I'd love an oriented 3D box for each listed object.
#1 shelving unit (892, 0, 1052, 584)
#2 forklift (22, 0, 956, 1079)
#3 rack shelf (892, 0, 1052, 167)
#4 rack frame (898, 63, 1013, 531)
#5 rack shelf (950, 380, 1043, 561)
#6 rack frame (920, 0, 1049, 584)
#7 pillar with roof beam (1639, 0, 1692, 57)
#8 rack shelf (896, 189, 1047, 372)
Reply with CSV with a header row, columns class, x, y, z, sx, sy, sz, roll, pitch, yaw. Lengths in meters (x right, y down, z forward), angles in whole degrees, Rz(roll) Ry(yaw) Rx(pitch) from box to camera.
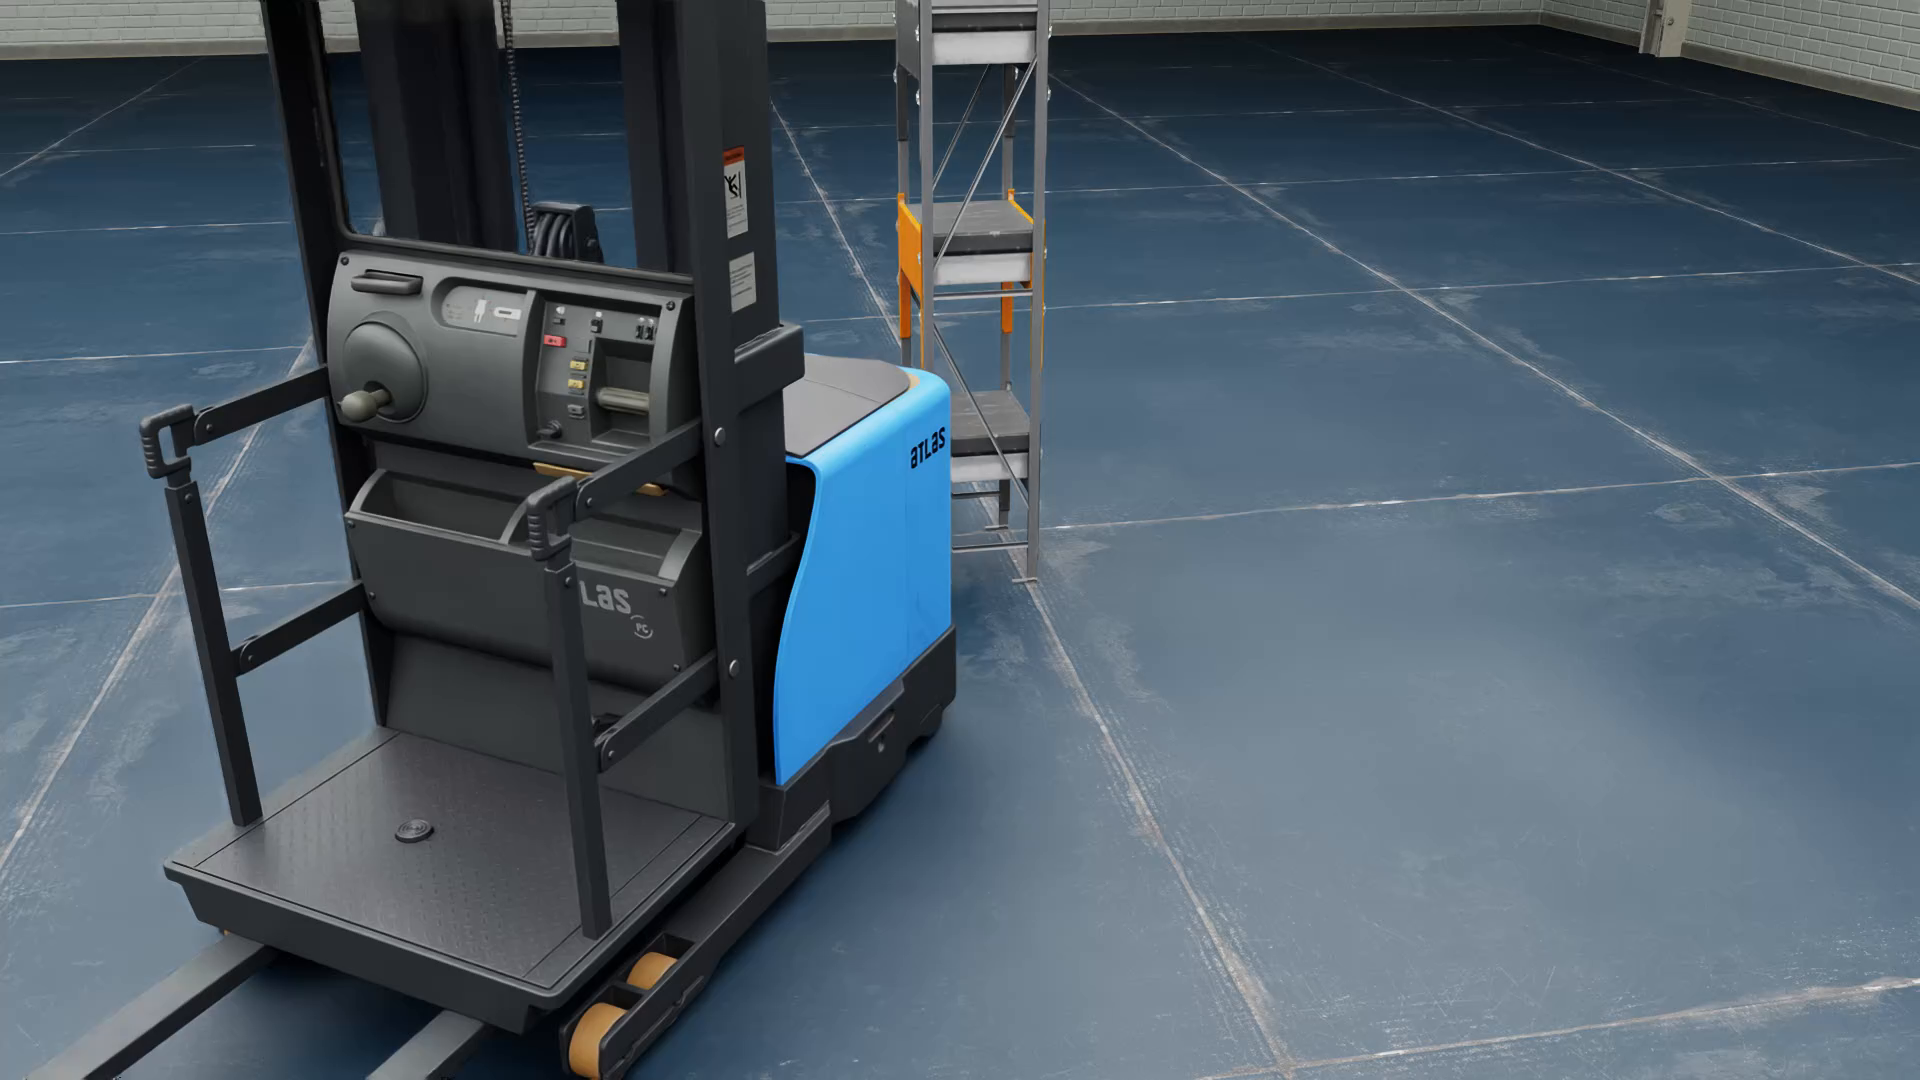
class,x,y,z,sx,sy,sz,roll,pitch,yaw
shelving unit,0.031,-0.897,5.681,0.431,2.100,0.503,-4,24,-10
forklift,-1.094,-0.375,3.446,1.130,2.935,3.031,11,26,23
rack shelf,0.031,-1.526,5.406,0.431,0.518,0.480,-4,24,-10
rack frame,-0.015,-0.993,5.900,0.400,2.100,0.015,-4,24,-10
rack shelf,0.031,-0.243,5.966,0.431,0.518,0.480,-4,24,-10
rack frame,0.076,-0.801,5.461,0.400,2.100,0.015,-4,24,-10
pillar with roof beam,3.710,-9.310,16.323,9.100,9.000,0.400,-4,24,-10
rack shelf,0.031,-0.885,5.686,0.431,0.518,0.480,-4,24,-10
